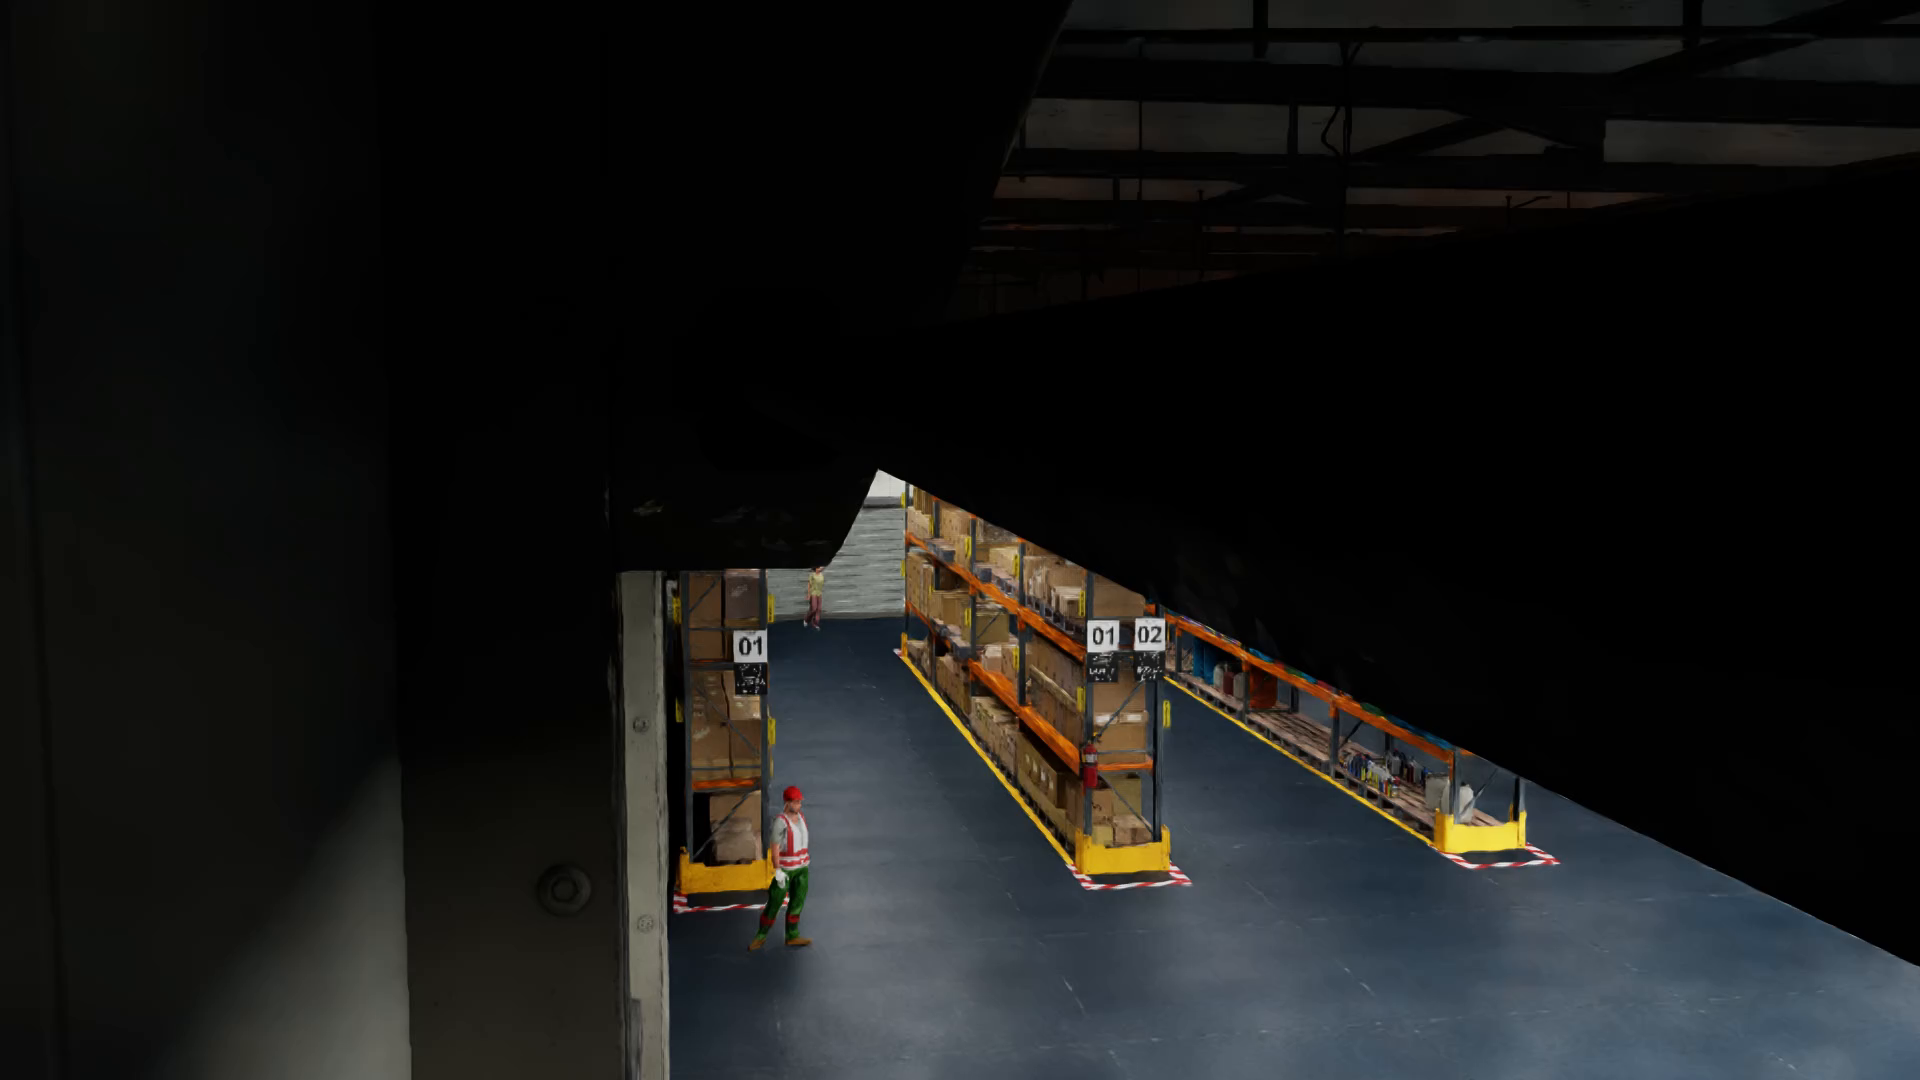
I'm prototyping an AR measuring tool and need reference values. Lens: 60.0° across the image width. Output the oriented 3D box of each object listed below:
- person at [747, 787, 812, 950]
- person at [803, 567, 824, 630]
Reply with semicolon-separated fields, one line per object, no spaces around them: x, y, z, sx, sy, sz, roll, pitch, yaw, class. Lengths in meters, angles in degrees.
-1.960;3.577;18.107;0.500;1.778;0.729;5;7;38;person
-3.552;1.334;40.263;0.505;1.664;0.514;5;8;43;person
